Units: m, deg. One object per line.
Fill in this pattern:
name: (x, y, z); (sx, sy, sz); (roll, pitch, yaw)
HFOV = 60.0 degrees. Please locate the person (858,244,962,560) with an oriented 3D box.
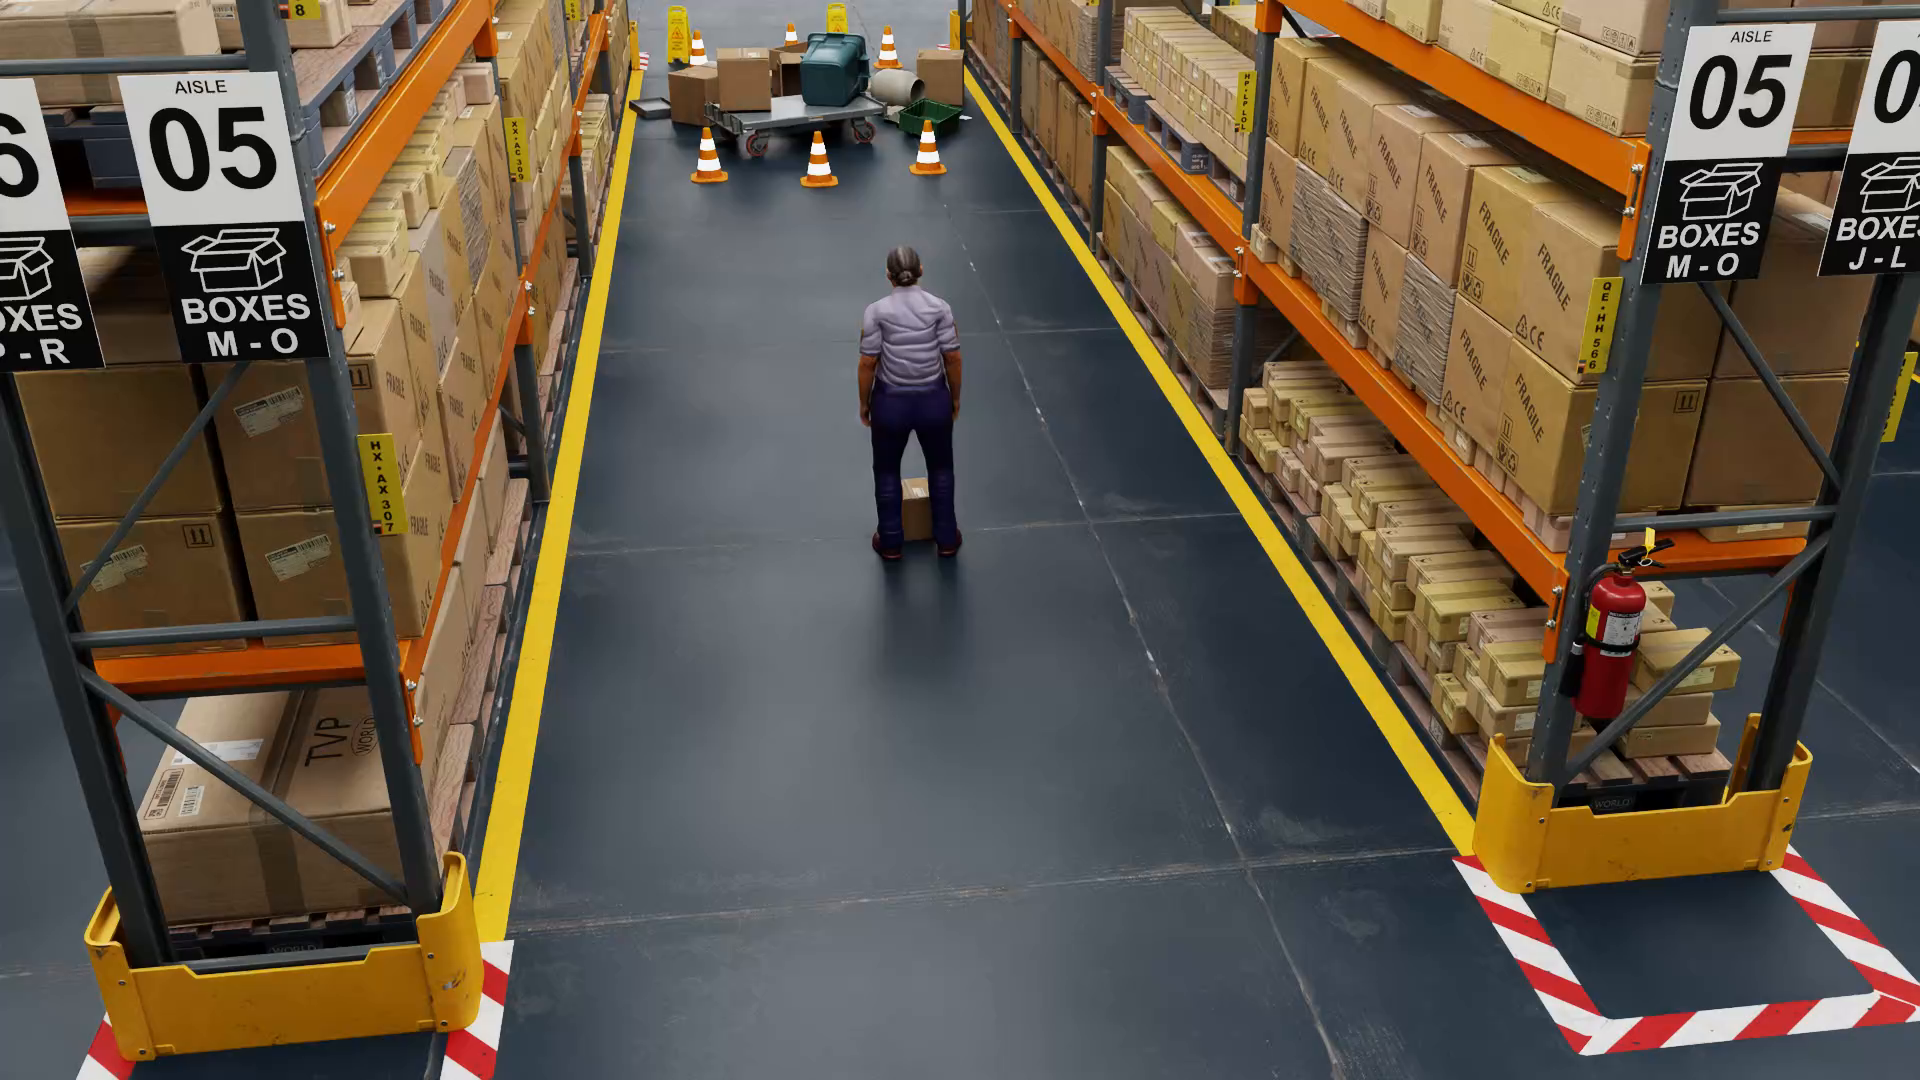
person: (-0.247, -0.686, 8.454); (0.539, 1.652, 0.334); (-4, 28, -7)
